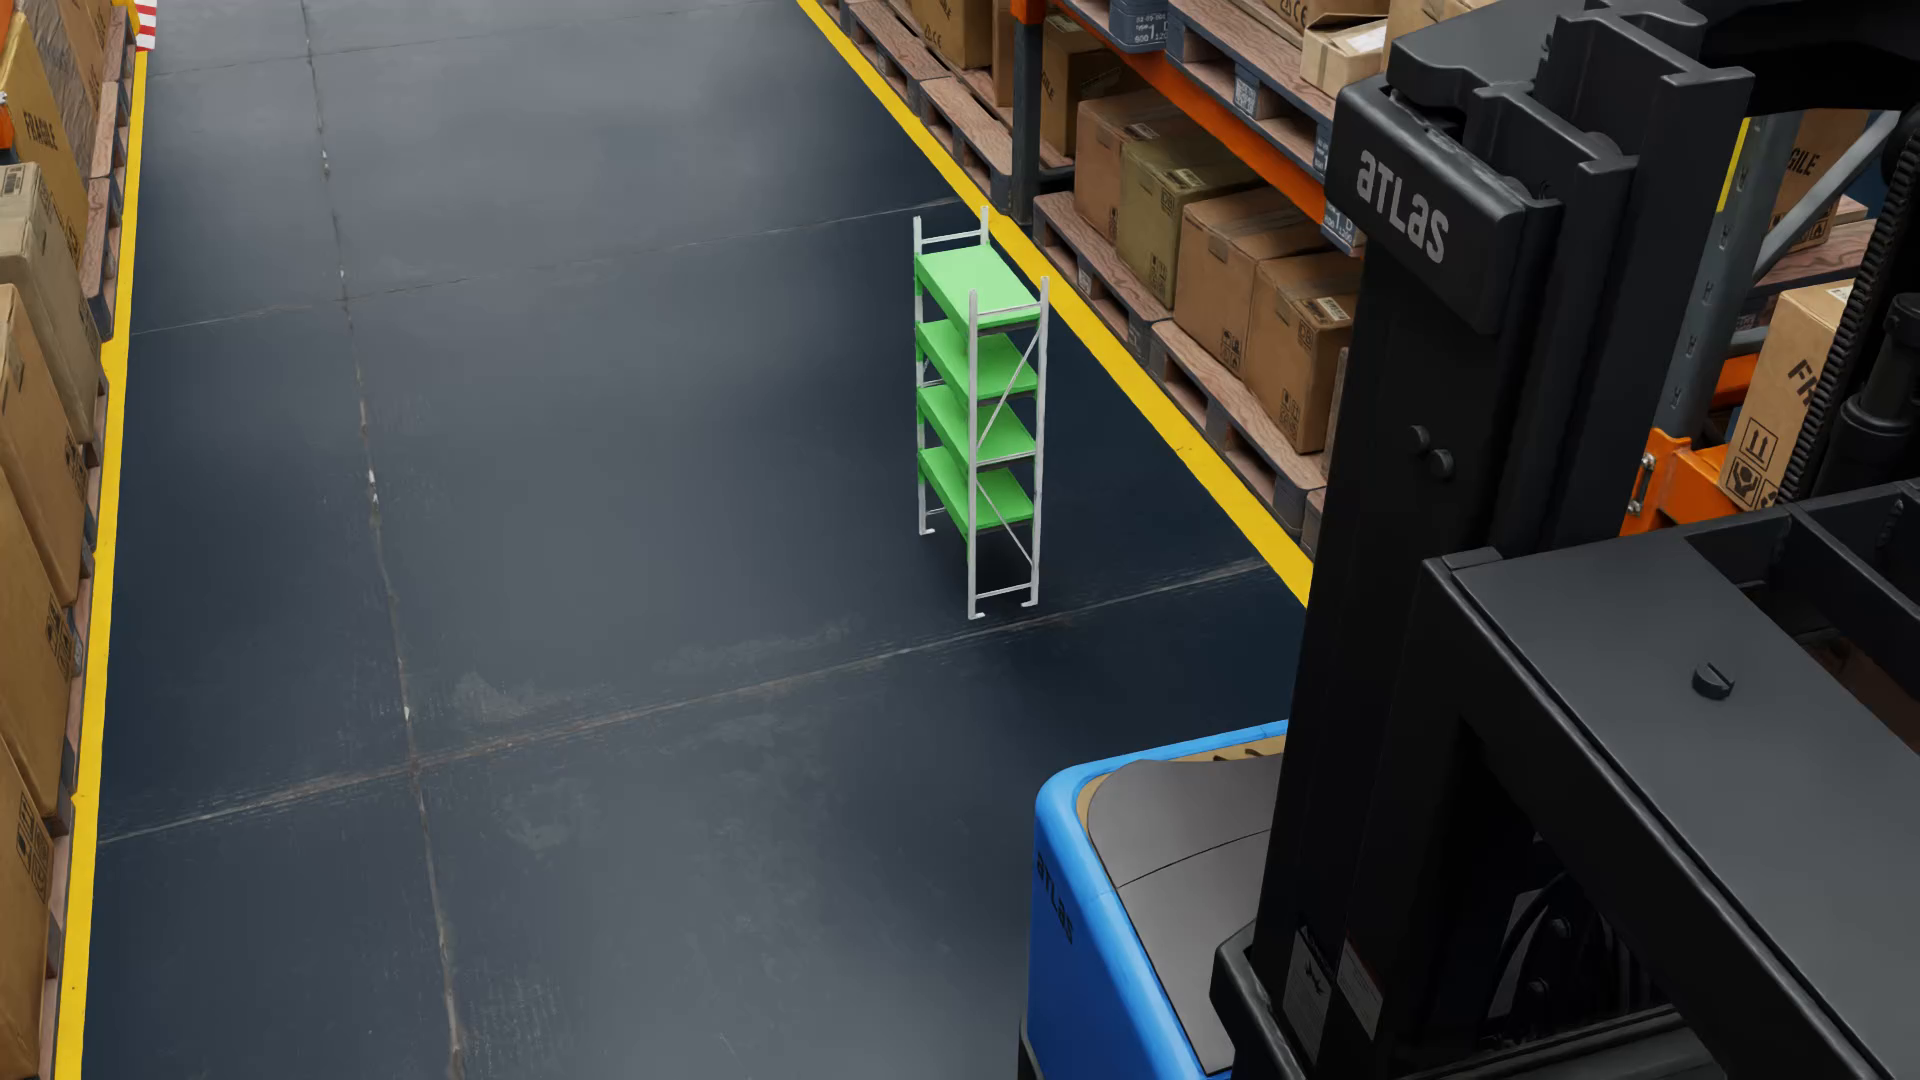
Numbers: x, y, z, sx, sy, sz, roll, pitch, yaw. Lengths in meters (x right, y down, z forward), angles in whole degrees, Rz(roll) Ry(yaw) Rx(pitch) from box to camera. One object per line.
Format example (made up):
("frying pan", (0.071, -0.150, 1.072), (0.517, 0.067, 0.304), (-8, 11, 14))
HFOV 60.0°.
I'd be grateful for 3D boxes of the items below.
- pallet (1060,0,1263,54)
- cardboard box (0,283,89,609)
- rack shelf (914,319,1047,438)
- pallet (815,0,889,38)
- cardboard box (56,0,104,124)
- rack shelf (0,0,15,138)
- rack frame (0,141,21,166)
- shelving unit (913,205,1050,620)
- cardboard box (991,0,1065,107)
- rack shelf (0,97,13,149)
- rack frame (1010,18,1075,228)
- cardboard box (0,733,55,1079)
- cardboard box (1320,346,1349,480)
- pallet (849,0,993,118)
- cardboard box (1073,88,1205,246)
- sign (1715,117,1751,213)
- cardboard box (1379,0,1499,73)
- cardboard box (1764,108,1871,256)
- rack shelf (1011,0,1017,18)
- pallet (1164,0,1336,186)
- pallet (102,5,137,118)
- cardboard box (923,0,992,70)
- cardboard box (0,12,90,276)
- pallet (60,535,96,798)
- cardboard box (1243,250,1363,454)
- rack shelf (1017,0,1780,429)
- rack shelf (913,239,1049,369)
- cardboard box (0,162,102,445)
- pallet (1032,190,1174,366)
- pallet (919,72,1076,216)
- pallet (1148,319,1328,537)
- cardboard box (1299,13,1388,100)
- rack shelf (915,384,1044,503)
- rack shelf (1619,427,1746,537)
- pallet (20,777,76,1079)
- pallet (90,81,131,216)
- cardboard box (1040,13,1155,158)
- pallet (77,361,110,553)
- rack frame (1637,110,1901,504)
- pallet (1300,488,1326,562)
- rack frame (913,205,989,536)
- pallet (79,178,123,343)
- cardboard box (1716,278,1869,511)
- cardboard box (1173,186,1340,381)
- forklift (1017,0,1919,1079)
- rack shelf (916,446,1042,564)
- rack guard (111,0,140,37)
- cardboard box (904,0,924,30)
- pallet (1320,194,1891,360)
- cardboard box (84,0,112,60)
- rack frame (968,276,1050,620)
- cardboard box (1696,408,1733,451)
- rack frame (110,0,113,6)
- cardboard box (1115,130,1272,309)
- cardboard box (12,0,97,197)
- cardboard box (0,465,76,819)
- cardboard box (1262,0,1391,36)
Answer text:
("pallet", (0.852, -2.236, 6.384), (1.003, 0.211, 1.213), (-12, 39, -16))
("cardboard box", (-3.340, -0.196, 5.038), (1.050, 0.750, 0.750), (-12, 39, -16))
("rack shelf", (0.057, -0.526, 5.159), (0.258, 0.148, 0.480), (-12, 39, -16))
("pallet", (-0.379, -3.411, 10.103), (1.003, 0.211, 1.213), (-12, 39, -16))
("cardboard box", (-4.743, -2.517, 8.015), (0.875, 0.875, 0.875), (-13, 39, -17))
("rack shelf", (-4.655, -2.647, 7.369), (1.077, 0.370, 4.000), (-12, 39, -16))
("rack frame", (-3.967, -1.804, 5.652), (1.000, 3.000, 0.127), (-12, 39, -16))
("shelving unit", (0.057, -0.386, 5.265), (0.258, 1.200, 0.503), (-12, 39, -16))
("cardboard box", (0.421, -2.500, 8.304), (0.500, 0.500, 0.500), (-1, 37, -1))
("rack shelf", (-3.278, -0.387, 4.369), (1.077, 0.370, 4.000), (-12, 39, -16))
("rack frame", (0.725, -2.774, 6.940), (1.000, 3.000, 0.127), (-12, 39, -16))
("cardboard box", (-2.715, 0.823, 3.684), (1.050, 0.750, 0.750), (-13, 39, -17))
("cardboard box", (1.649, -0.377, 5.469), (0.700, 0.500, 0.500), (-16, 40, -20))
("pallet", (0.037, -2.723, 9.189), (1.003, 0.211, 1.213), (-12, 39, -16))
("cardboard box", (0.916, -1.600, 7.093), (0.700, 0.500, 0.500), (-15, 40, -19))
("sign", (1.595, -0.828, 3.459), (0.100, 0.325, 0.005), (-12, 39, -16))
("cardboard box", (1.592, -1.314, 4.569), (0.700, 0.500, 0.500), (-7, 38, -9))
("cardboard box", (1.878, -1.019, 4.178), (0.500, 0.500, 0.500), (-17, 40, -21))
("rack shelf", (0.037, -3.617, 8.656), (1.077, 0.370, 4.000), (-12, 39, -16))
("pallet", (1.382, -1.548, 5.471), (1.003, 0.211, 1.213), (-12, 39, -16))
("pallet", (-4.995, -2.515, 8.913), (1.003, 0.211, 1.213), (-12, 39, -16))
("cardboard box", (0.133, -2.834, 8.748), (0.500, 0.500, 0.500), (-16, 40, -20))
("cardboard box", (-4.117, -1.493, 6.656), (0.875, 0.875, 0.875), (-12, 39, -15))
("pallet", (-3.207, 0.420, 5.017), (1.003, 0.211, 1.213), (-12, 39, -16))
("cardboard box", (1.448, -0.696, 5.893), (0.700, 0.500, 0.500), (-9, 38, -12))
("rack shelf", (1.413, -1.357, 5.656), (1.077, 0.370, 4.000), (-12, 39, -16))
("rack shelf", (0.057, -0.718, 5.015), (0.258, 0.148, 0.480), (-12, 39, -16))
("cardboard box", (-3.669, -0.741, 5.762), (1.050, 0.750, 0.750), (-13, 39, -16))
("pallet", (0.994, -1.221, 7.195), (1.003, 0.211, 1.213), (-12, 39, -16))
("pallet", (0.461, -2.032, 8.273), (1.003, 0.211, 1.213), (-12, 39, -16))
("pallet", (1.418, -0.531, 6.279), (1.003, 0.211, 1.213), (-12, 39, -16))
("cardboard box", (1.274, -1.515, 5.031), (0.396, 0.266, 0.258), (-14, 39, -17))
("rack shelf", (0.057, -0.335, 5.303), (0.258, 0.148, 0.480), (-12, 39, -16))
("rack shelf", (2.790, 0.903, 2.657), (1.077, 0.370, 4.000), (-12, 39, -16))
("pallet", (-2.791, 1.108, 4.103), (1.003, 0.211, 1.213), (-12, 39, -16))
("pallet", (-4.579, -1.827, 8.000), (1.003, 0.211, 1.213), (-12, 39, -16))
("cardboard box", (0.625, -2.178, 7.877), (0.500, 0.500, 0.500), (-14, 39, -17))
("pallet", (-3.630, -0.270, 5.933), (1.003, 0.211, 1.213), (-12, 39, -16))
("rack frame", (2.102, -0.515, 3.940), (1.000, 3.000, 0.127), (-12, 39, -16))
("pallet", (1.834, 0.157, 5.365), (1.003, 0.211, 1.213), (-12, 39, -16))
("rack frame", (-0.027, -0.524, 5.448), (0.240, 1.200, 0.015), (-12, 39, -16))
("pallet", (-4.155, -1.136, 7.083), (1.003, 0.211, 1.213), (-12, 39, -16))
("cardboard box", (2.013, -0.224, 3.471), (0.500, 0.500, 0.500), (-11, 38, -15))
("cardboard box", (1.256, -1.011, 6.311), (0.700, 0.500, 0.500), (-16, 40, -20))
("forklift", (1.047, 0.921, 2.092), (1.130, 2.935, 3.031), (-10, 38, -13))
("rack shelf", (0.057, -0.143, 5.448), (0.258, 0.148, 0.480), (-12, 39, -16))
("rack guard", (-5.351, -3.079, 9.422), (1.175, 0.500, 0.348), (-12, 39, -16))
("cardboard box", (-0.017, -3.159, 9.179), (0.500, 0.500, 0.500), (-9, 38, -12))
("pallet", (1.756, -0.818, 4.503), (1.213, 0.211, 1.003), (-12, 39, -16))
("cardboard box", (-5.048, -3.014, 8.675), (0.875, 0.875, 0.875), (-12, 39, -16))
("rack frame", (0.141, -0.248, 5.082), (0.240, 1.200, 0.015), (-12, 39, -16))
("cardboard box", (1.843, -0.364, 4.828), (0.500, 0.250, 0.500), (-11, 38, -14))
("rack frame", (-5.343, -4.064, 8.652), (1.000, 3.000, 0.127), (-12, 39, -16))
("cardboard box", (1.063, -1.327, 6.730), (0.700, 0.500, 0.500), (-13, 39, -16))
("cardboard box", (-4.431, -2.002, 7.331), (0.875, 0.875, 0.875), (-12, 39, -16))
("cardboard box", (-3.019, 0.330, 4.339), (1.050, 0.750, 0.750), (-12, 39, -15))
("cardboard box", (1.408, -2.023, 5.508), (0.797, 0.503, 0.637), (-9, 38, -11))
